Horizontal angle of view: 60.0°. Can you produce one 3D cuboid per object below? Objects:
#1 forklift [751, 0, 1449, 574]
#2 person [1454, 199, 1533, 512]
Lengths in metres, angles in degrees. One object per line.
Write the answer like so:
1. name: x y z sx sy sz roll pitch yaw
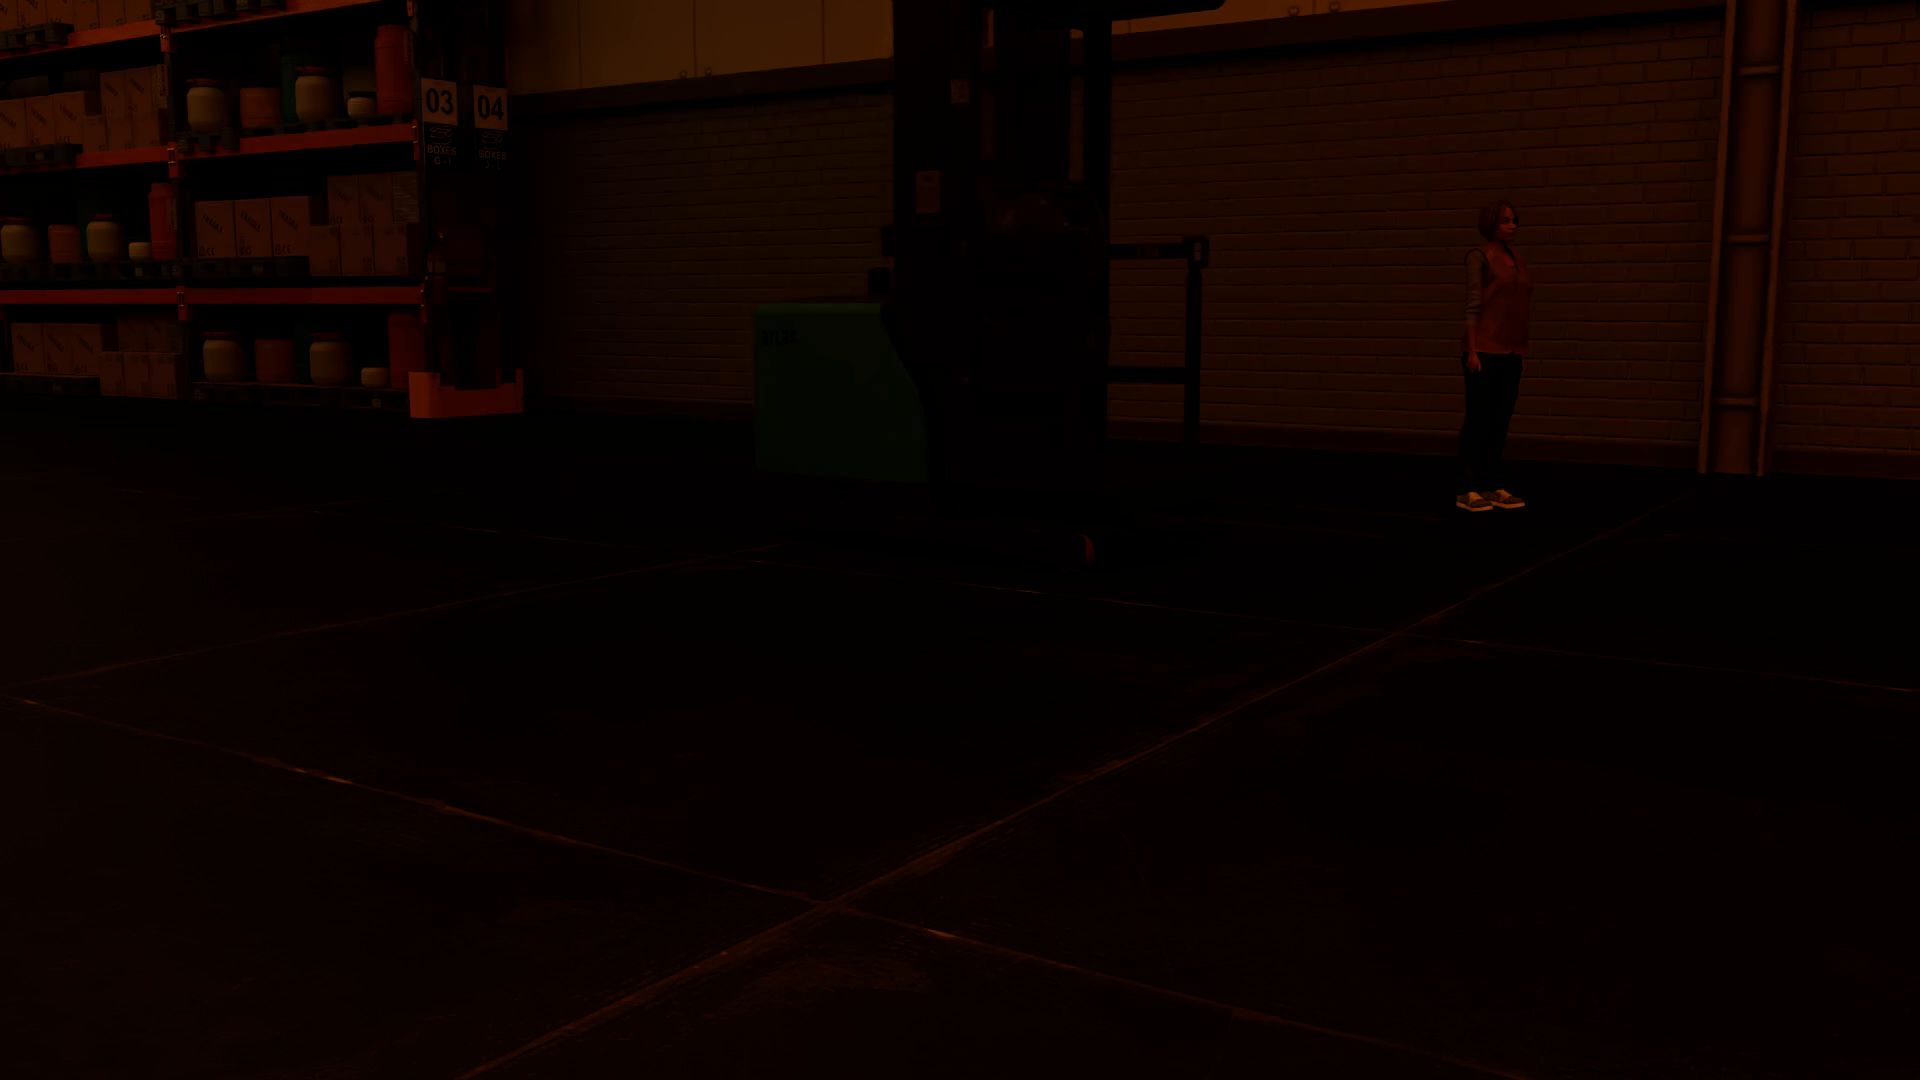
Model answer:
1. forklift: 0.526 -1.400 7.040 3.031 2.935 1.130 6 10 36
2. person: 2.785 -0.958 8.656 0.405 1.603 0.318 -5 10 -32
